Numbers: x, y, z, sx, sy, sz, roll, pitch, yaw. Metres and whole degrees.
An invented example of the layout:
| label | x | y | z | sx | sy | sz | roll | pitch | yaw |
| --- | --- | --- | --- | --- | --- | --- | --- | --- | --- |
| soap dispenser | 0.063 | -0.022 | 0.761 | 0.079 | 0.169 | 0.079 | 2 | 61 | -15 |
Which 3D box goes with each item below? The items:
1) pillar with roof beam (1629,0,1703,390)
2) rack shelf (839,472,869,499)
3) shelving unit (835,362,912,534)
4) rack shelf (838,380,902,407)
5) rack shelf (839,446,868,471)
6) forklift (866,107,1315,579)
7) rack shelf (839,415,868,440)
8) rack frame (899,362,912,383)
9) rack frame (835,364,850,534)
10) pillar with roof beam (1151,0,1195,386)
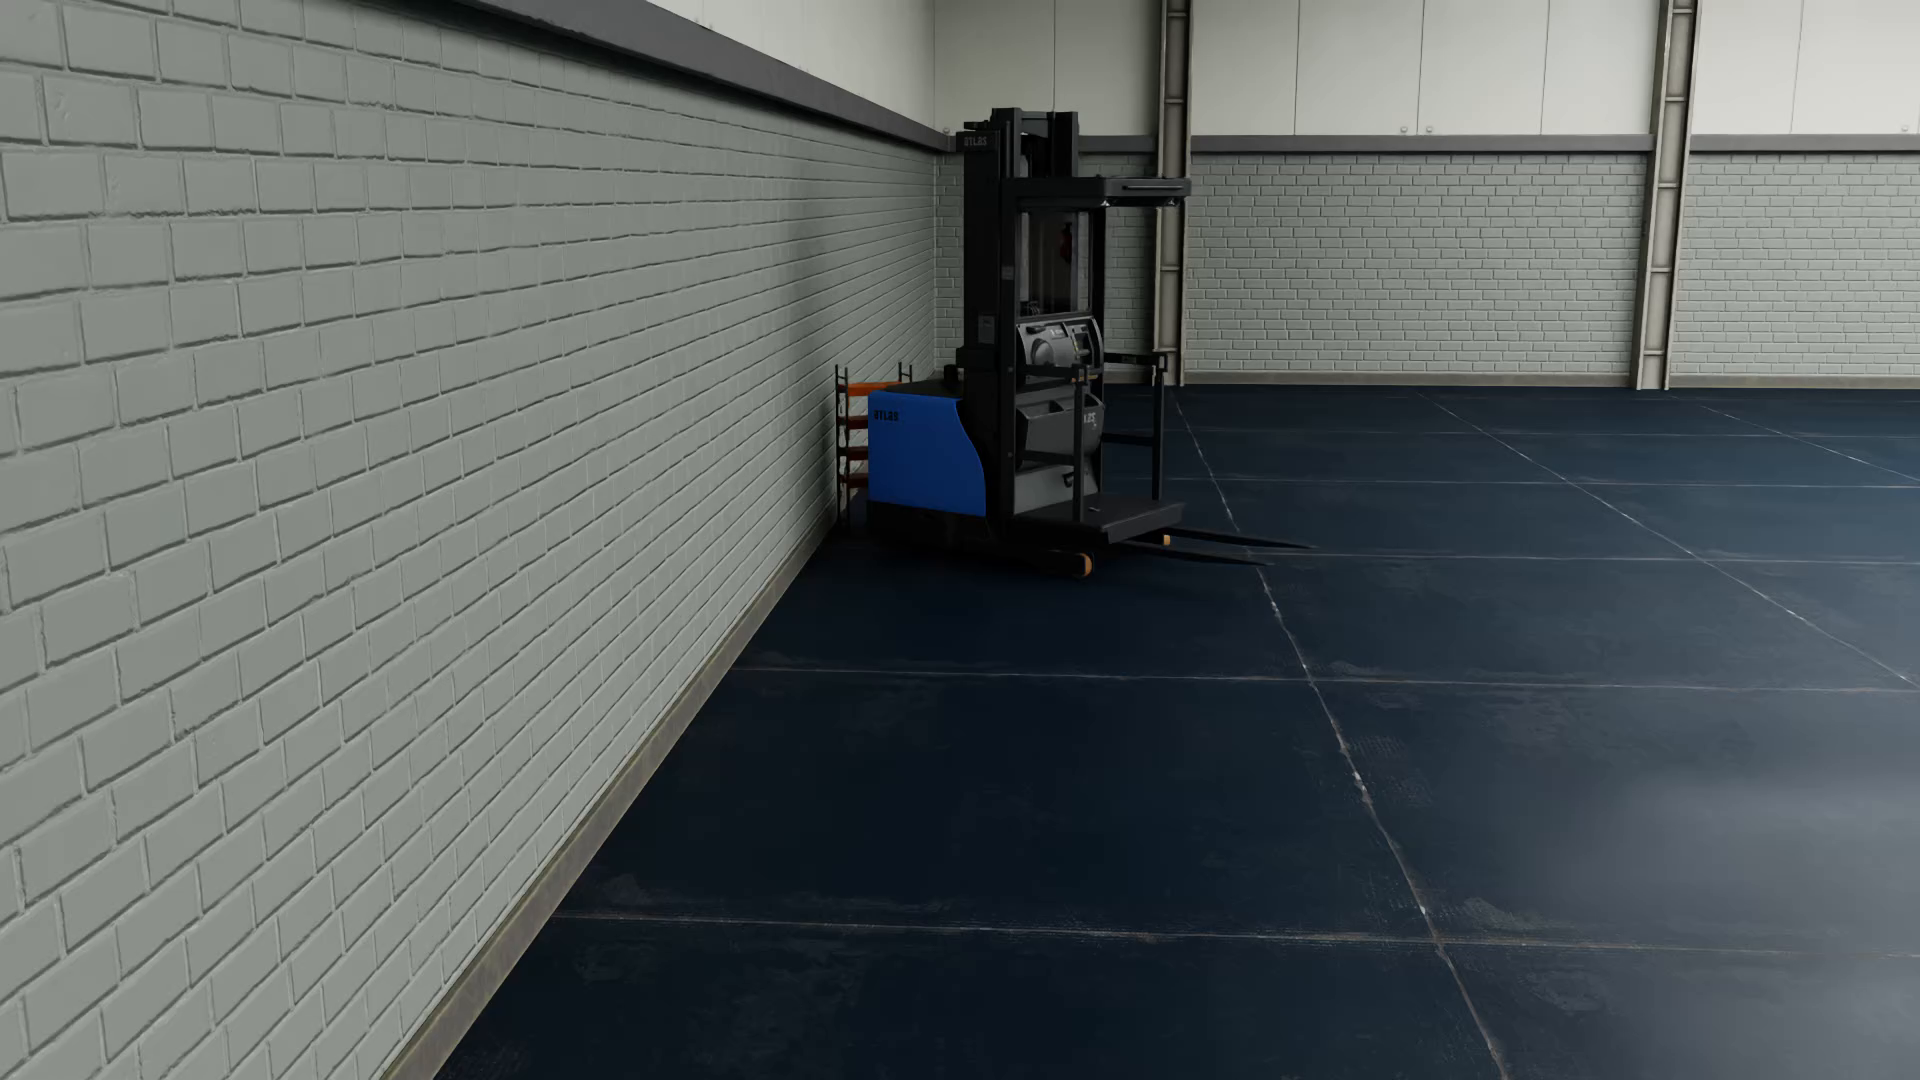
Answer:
| label | x | y | z | sx | sy | sz | roll | pitch | yaw |
| --- | --- | --- | --- | --- | --- | --- | --- | --- | --- |
| pillar with roof beam | 8.353 | -5.430 | 15.747 | 0.400 | 9.000 | 9.100 | 1 | 12 | 4 |
| rack shelf | -0.620 | -0.412 | 12.104 | 0.480 | 0.148 | 0.258 | -5 | 13 | -22 |
| shelving unit | -0.620 | -0.672 | 12.050 | 0.503 | 1.200 | 0.258 | -5 | 13 | -22 |
| rack shelf | -0.620 | -1.057 | 11.969 | 0.480 | 0.148 | 0.258 | -5 | 13 | -22 |
| rack shelf | -0.620 | -0.606 | 12.063 | 0.480 | 0.148 | 0.258 | -5 | 13 | -22 |
| forklift | 0.831 | -1.310 | 10.874 | 3.031 | 2.935 | 1.130 | 9 | 15 | 36 |
| rack shelf | -0.620 | -0.825 | 12.018 | 0.480 | 0.148 | 0.258 | -5 | 13 | -22 |
| rack frame | -0.395 | -0.691 | 12.143 | 0.015 | 1.200 | 0.240 | -5 | 13 | -22 |
| rack frame | -0.844 | -0.652 | 11.957 | 0.015 | 1.200 | 0.240 | -5 | 13 | -22 |
| pillar with roof beam | 2.367 | -5.512 | 16.139 | 0.400 | 9.000 | 9.100 | 1 | 12 | 4 |
